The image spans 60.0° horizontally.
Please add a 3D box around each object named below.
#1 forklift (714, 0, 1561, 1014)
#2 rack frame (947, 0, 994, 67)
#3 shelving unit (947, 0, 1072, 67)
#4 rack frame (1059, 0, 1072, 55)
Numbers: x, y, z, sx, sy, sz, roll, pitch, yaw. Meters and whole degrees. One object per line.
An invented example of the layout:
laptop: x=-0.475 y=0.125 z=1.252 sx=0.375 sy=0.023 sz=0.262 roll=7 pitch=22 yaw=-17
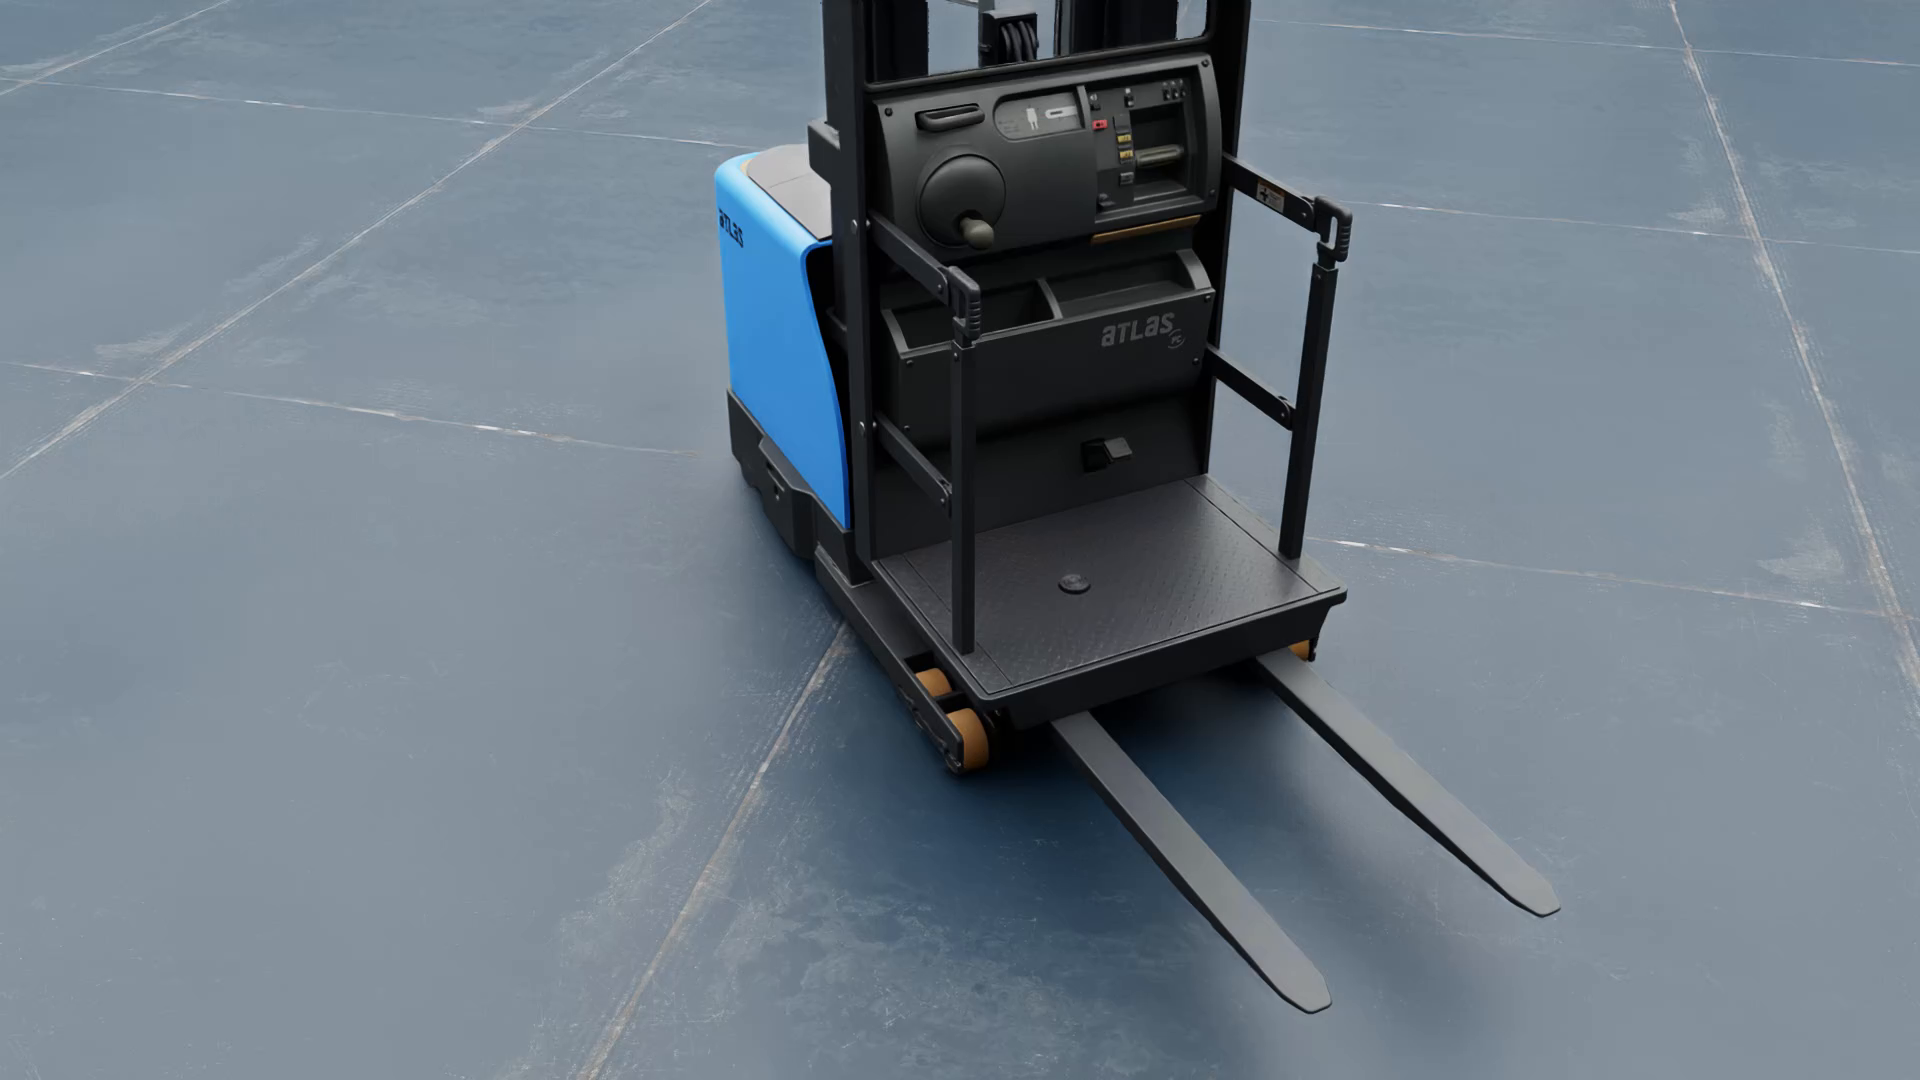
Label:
forklift: x=0.334 y=-0.906 z=3.943 sx=1.130 sy=2.935 sz=3.031 roll=-15 pitch=35 yaw=-22
rack frame: x=-0.089 y=-1.252 z=5.822 sx=0.500 sy=1.500 sz=0.032 roll=25 pitch=40 yaw=34
shelving unit: x=0.253 y=-1.461 z=6.150 sx=0.587 sy=1.500 sz=1.083 roll=25 pitch=40 yaw=34
rack frame: x=0.583 y=-1.662 z=6.466 sx=0.500 sy=1.500 sz=0.032 roll=25 pitch=40 yaw=34
